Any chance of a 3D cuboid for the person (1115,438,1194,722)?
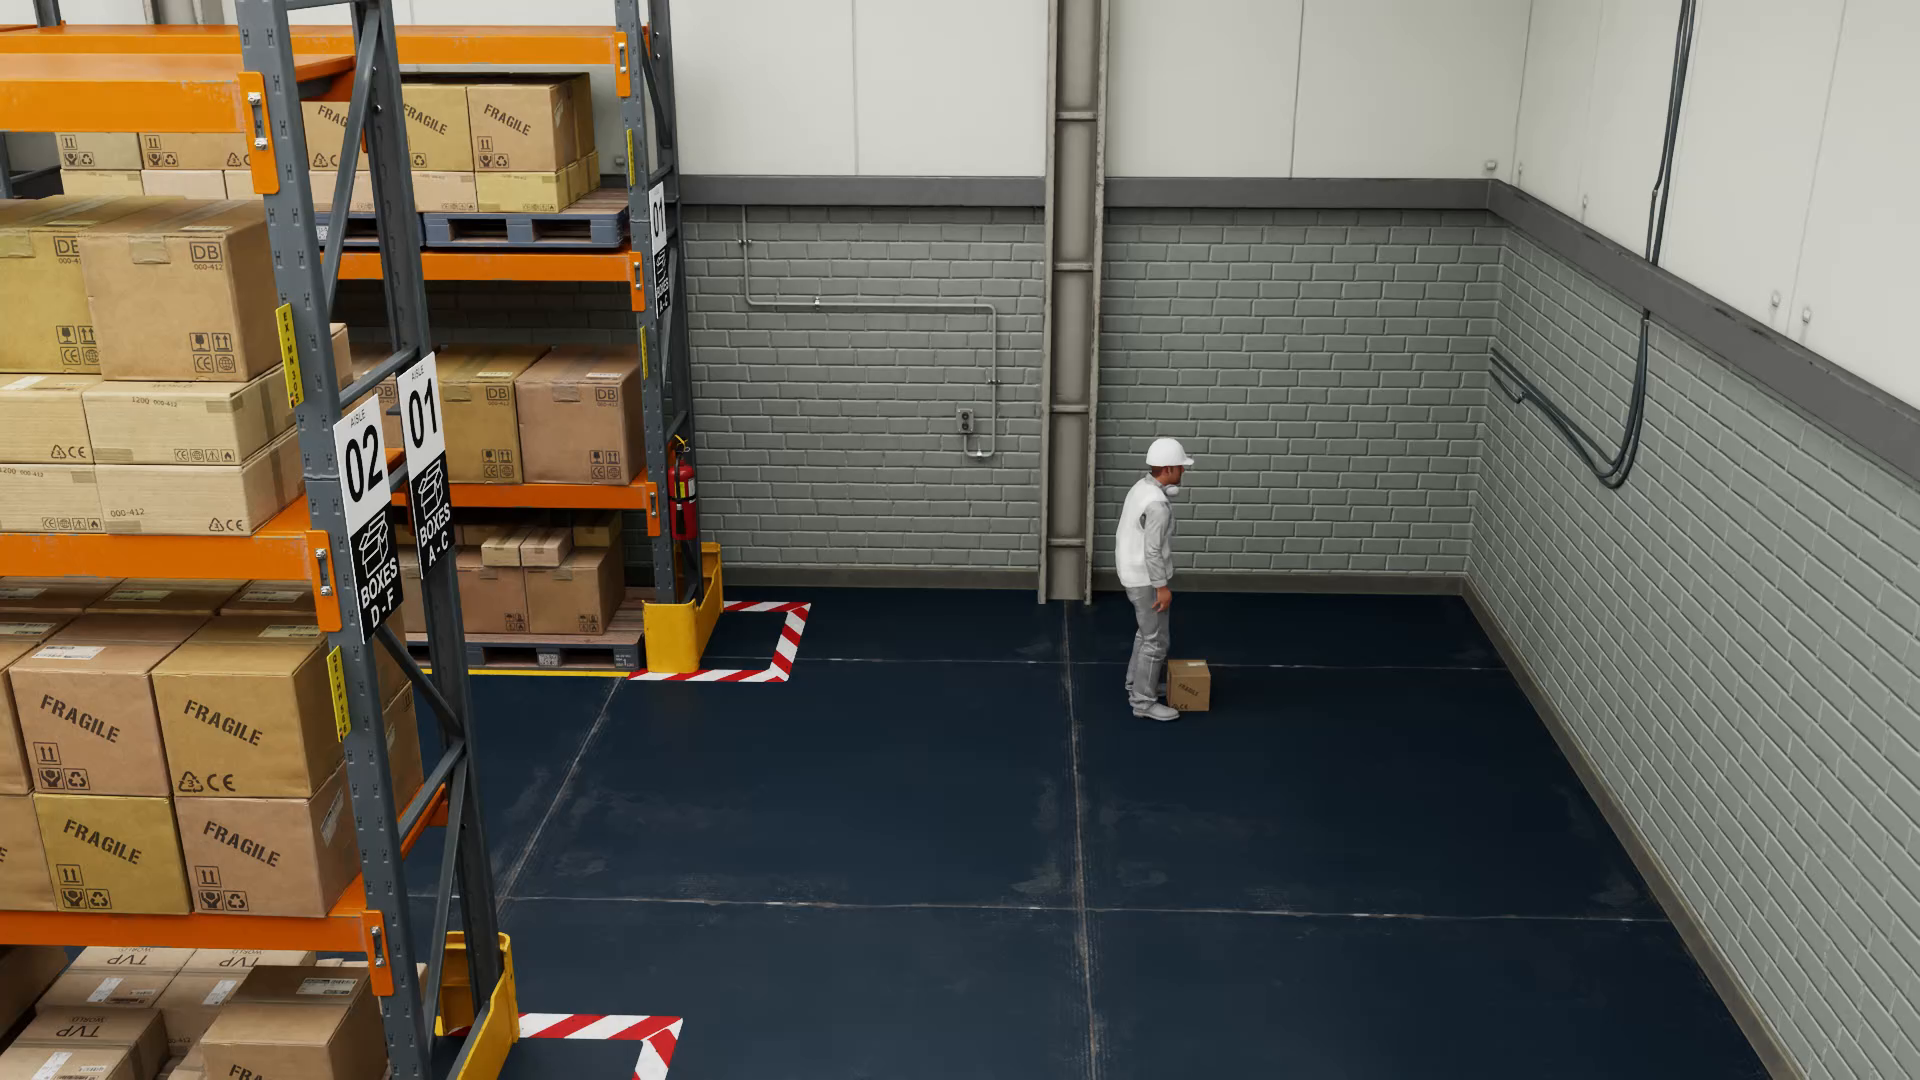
[{"bbox_3d":[1.207,0.221,10.455,0.464,1.771,0.593,-1,21,-2],"label":"person"}]
